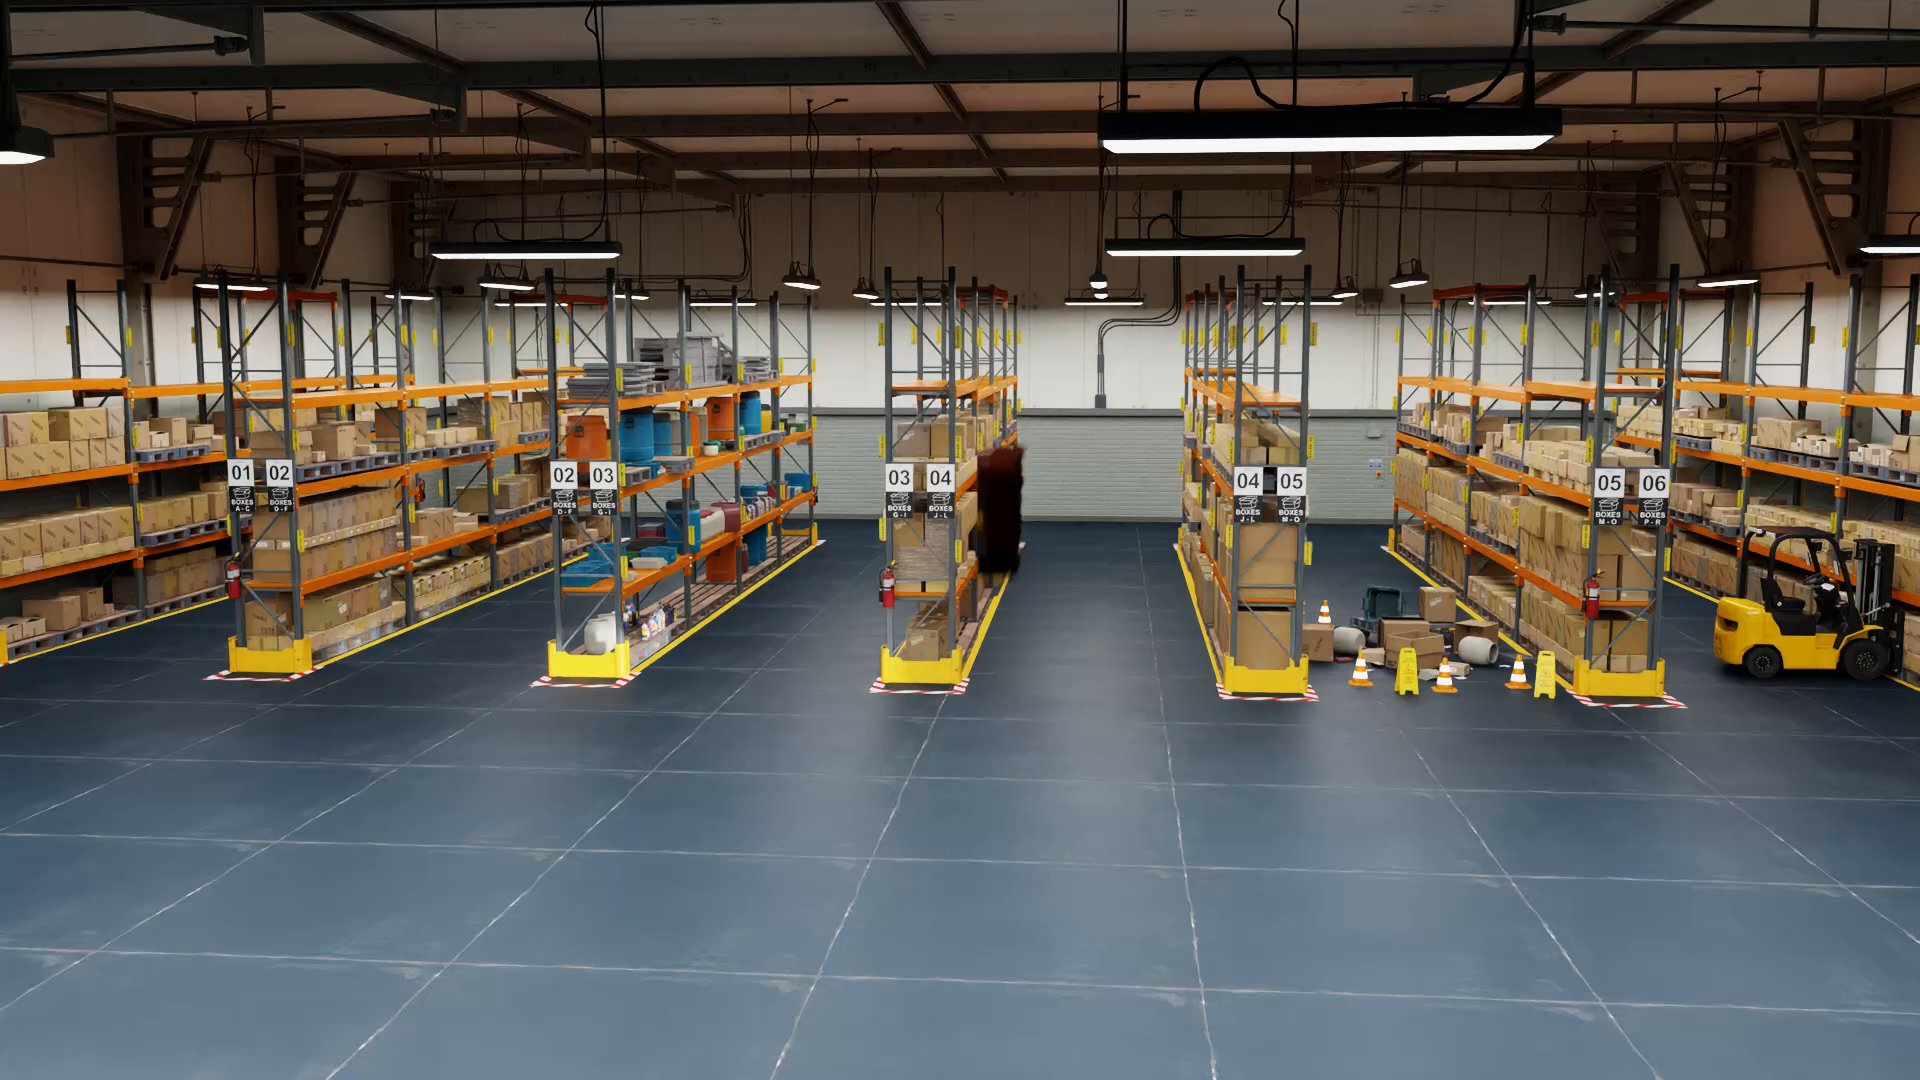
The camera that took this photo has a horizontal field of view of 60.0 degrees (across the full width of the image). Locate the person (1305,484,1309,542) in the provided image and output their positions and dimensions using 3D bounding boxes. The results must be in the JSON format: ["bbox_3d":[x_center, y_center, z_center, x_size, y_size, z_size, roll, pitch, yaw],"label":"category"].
[{"bbox_3d":[7.928,-0.519,38.676,0.370,1.694,0.520,6,9,42],"label":"person"}]

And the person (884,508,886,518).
[{"bbox_3d":[-1.361,-0.136,35.092,0.601,1.767,0.527,4,8,31],"label":"person"}]

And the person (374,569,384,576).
[{"bbox_3d":[-11.357,0.208,32.273,0.574,1.755,0.484,1,7,9],"label":"person"}]
